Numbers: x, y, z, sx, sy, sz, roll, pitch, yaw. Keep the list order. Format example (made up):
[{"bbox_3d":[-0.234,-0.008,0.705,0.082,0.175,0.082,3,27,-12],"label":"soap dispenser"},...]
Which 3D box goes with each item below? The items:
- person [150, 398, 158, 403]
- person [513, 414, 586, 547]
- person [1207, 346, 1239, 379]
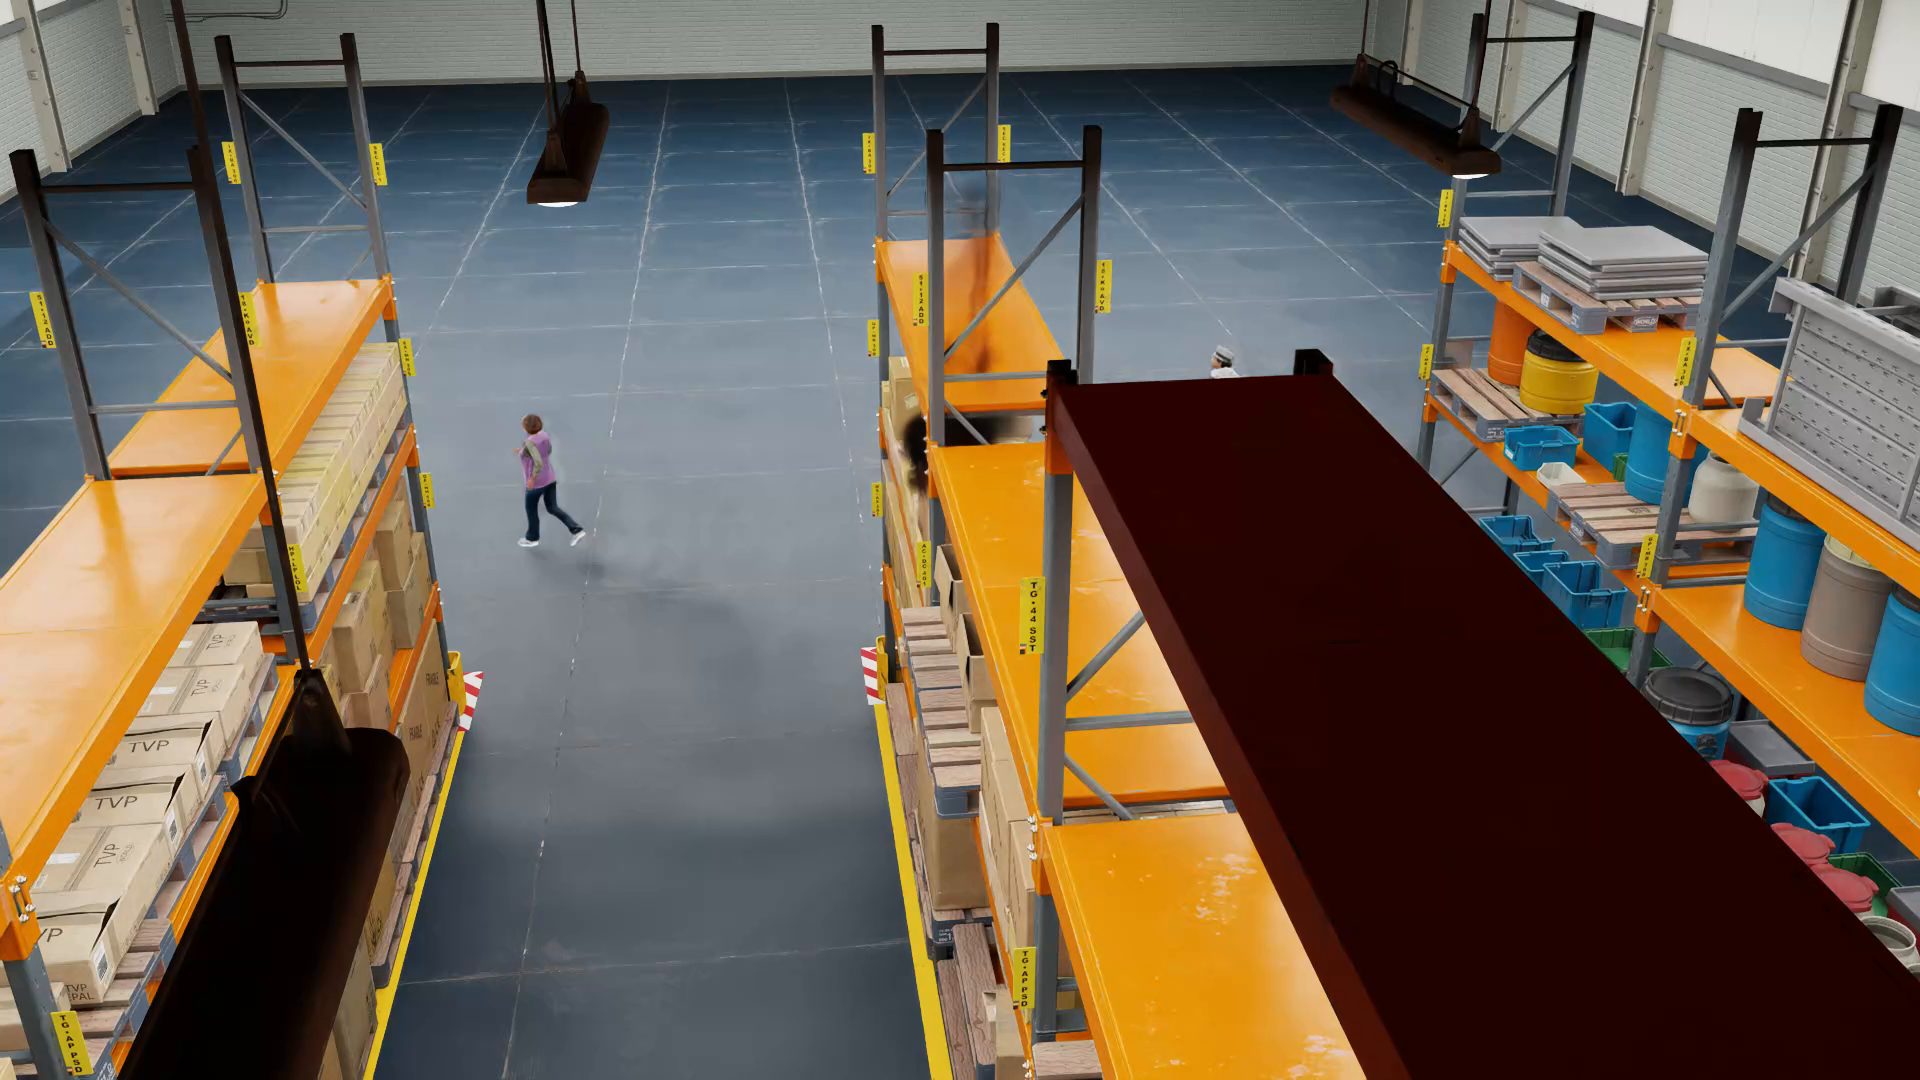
[{"bbox_3d":[-8.573,-0.779,18.229,0.959,1.650,0.643,23,34,39],"label":"person"},{"bbox_3d":[-4.476,-0.596,17.883,0.881,1.560,0.537,11,28,21],"label":"person"},{"bbox_3d":[3.067,-1.478,19.665,0.892,1.702,0.618,9,27,17],"label":"person"}]
